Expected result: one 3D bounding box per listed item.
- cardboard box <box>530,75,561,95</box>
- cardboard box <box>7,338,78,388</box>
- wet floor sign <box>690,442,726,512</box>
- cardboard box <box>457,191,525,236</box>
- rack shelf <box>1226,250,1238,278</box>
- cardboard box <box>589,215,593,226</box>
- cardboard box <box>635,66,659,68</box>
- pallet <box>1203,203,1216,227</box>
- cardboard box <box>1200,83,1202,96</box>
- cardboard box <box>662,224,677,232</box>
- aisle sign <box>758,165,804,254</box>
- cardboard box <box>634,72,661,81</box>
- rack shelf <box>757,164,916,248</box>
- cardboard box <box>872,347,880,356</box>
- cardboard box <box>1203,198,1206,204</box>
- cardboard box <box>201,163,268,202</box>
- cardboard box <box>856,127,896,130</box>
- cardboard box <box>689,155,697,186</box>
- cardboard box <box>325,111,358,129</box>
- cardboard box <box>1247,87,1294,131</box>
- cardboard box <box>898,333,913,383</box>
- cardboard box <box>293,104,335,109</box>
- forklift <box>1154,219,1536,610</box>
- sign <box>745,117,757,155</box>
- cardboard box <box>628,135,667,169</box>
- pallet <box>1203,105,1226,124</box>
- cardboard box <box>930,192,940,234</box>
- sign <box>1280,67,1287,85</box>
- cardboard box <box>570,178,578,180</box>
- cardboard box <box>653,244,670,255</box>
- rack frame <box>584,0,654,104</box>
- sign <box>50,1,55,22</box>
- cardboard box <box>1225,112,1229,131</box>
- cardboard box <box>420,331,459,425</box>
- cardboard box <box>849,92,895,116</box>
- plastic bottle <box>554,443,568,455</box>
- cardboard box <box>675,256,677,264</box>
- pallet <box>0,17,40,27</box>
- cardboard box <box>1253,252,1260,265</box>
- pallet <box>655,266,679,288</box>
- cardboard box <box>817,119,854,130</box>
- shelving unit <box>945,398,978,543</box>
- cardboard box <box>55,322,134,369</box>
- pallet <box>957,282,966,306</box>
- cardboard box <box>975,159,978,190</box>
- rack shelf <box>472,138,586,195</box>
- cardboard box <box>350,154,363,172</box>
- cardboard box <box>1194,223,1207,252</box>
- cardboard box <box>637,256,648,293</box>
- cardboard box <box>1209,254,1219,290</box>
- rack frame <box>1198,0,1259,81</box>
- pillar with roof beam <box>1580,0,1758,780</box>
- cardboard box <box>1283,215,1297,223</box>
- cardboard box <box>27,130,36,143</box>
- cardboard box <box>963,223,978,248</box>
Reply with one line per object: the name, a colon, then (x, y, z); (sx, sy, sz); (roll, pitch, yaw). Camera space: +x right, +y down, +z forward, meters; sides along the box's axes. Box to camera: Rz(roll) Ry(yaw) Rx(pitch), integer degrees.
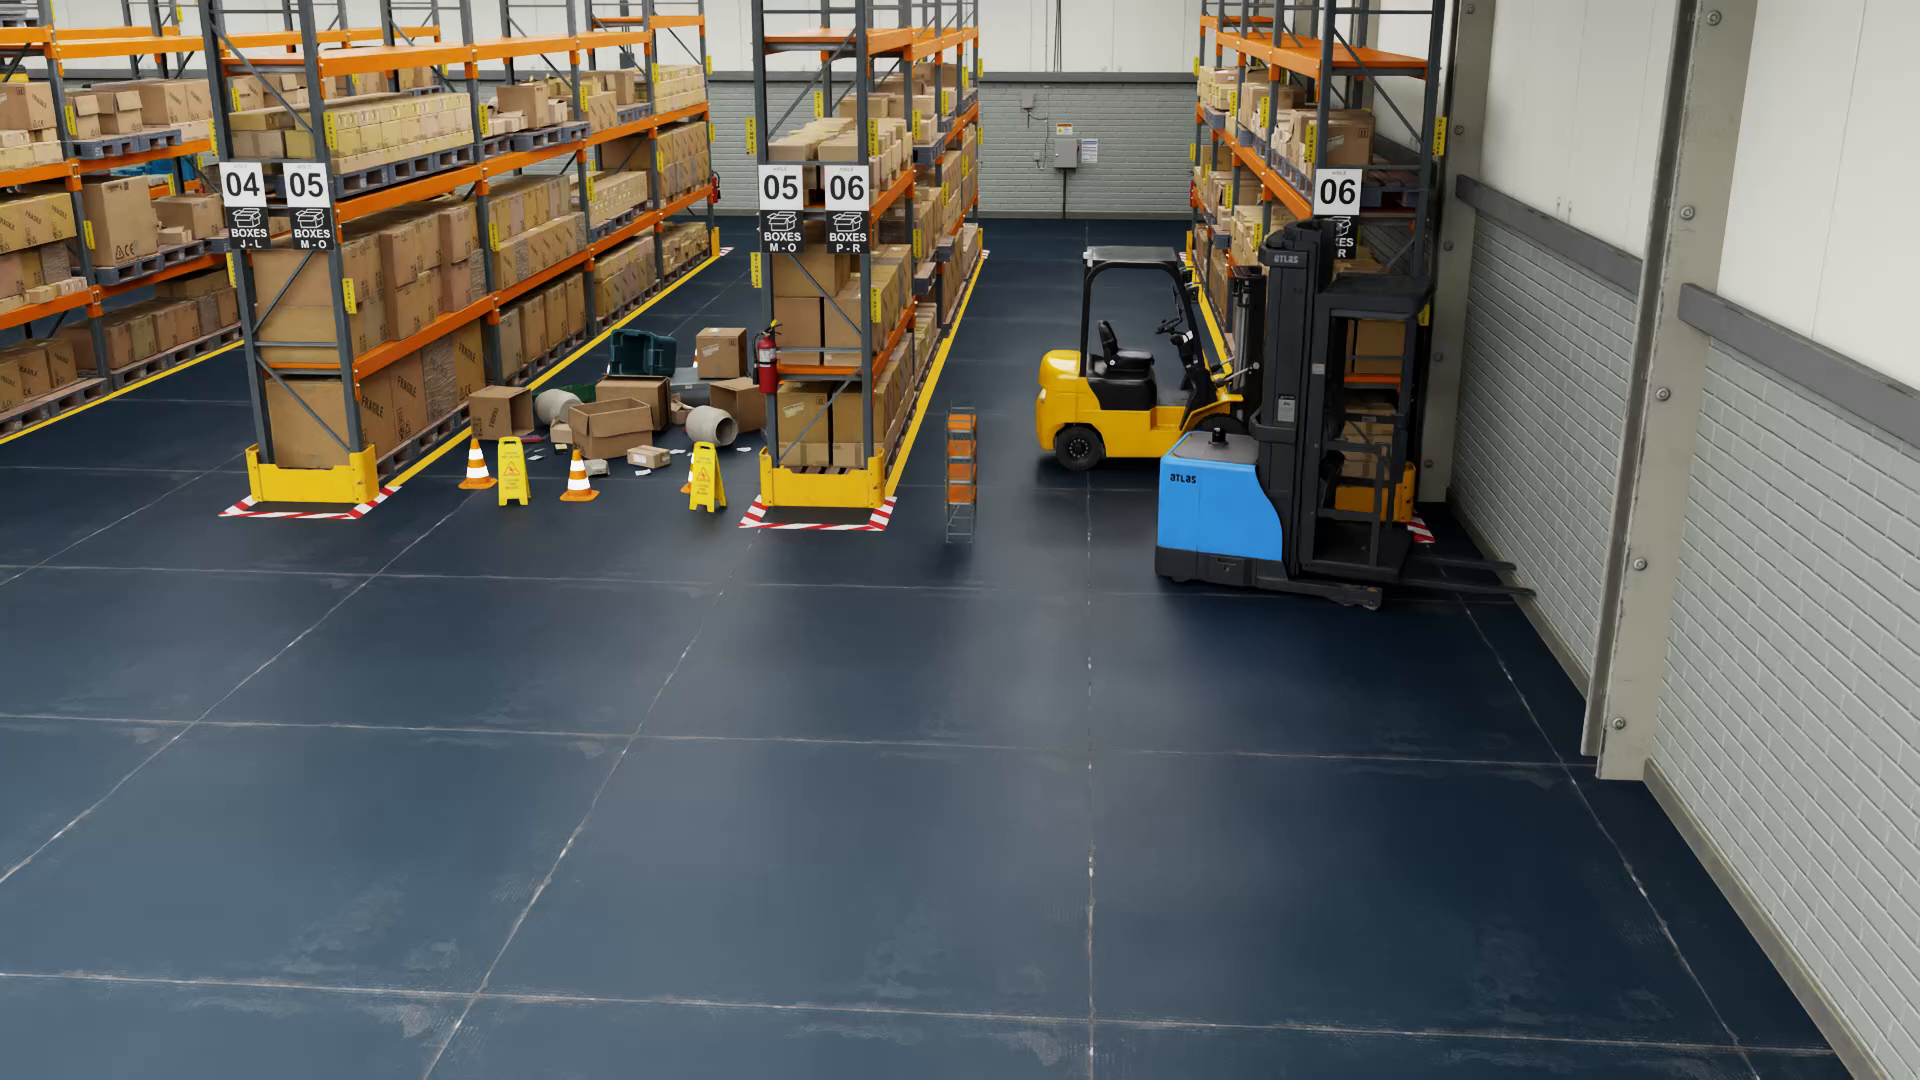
cardboard box: (-5.902, -6.462, 23.619); (0.396, 0.266, 0.258); (1, 18, 4)
cardboard box: (-10.989, -2.122, 19.922); (0.500, 0.500, 0.500); (1, 18, 2)
wet floor sign: (-2.403, -0.616, 15.768); (0.267, 0.644, 0.232); (8, 20, 23)
cardboard box: (-5.879, -4.085, 20.807); (0.700, 0.500, 0.500); (1, 18, 4)
rack shelf: (4.059, -3.182, 20.973); (1.077, 0.370, 4.000); (1, 18, 4)
cardboard box: (-5.460, -4.549, 23.716); (0.380, 0.149, 0.250); (1, 18, 3)
cardboard box: (-5.517, -8.267, 29.317); (0.380, 0.149, 0.250); (2, 18, 5)
pallet: (4.323, -5.051, 25.828); (1.003, 0.211, 1.213); (1, 18, 4)
cardboard box: (4.456, -7.835, 28.964); (0.500, 0.250, 0.500); (2, 18, 5)
cardboard box: (-5.396, -5.703, 30.458); (0.380, 0.149, 0.250); (2, 18, 5)
aisle sign: (-1.616, -2.993, 15.064); (0.394, 0.787, 0.004); (1, 18, 4)
cardboard box: (-5.130, -7.605, 27.297); (0.380, 0.149, 0.250); (1, 18, 3)
rack shelf: (-1.179, -3.475, 17.049); (1.077, 0.370, 4.000); (1, 18, 4)
cardboard box: (-0.988, -1.911, 16.341); (0.380, 0.149, 0.250); (1, 18, 2)
cardboard box: (4.288, -5.696, 27.893); (0.380, 0.149, 0.250); (1, 18, 3)
cardboard box: (-10.565, -5.227, 24.286); (0.797, 0.503, 0.637); (2, 18, 6)
cardboard box: (-0.866, -4.190, 17.198); (0.380, 0.149, 0.250); (1, 18, 5)
cardboard box: (-4.964, -6.545, 29.441); (0.500, 0.500, 0.500); (1, 18, 4)
cardboard box: (-5.906, -3.956, 15.649); (0.380, 0.149, 0.250); (1, 18, 4)
cardboard box: (3.835, -5.330, 20.558); (0.500, 0.500, 0.500); (2, 18, 5)
cardboard box: (-0.810, -2.072, 18.967); (0.500, 0.500, 0.500); (1, 18, 3)
cardboard box: (-6.490, -4.288, 16.664); (0.380, 0.149, 0.250); (1, 18, 3)
forklift: (3.195, -1.026, 13.346); (3.031, 2.935, 1.130); (7, 19, 20)
sign: (-1.874, -3.635, 14.960); (0.100, 0.325, 0.005); (1, 18, 4)
cardboard box: (-5.131, -6.375, 27.317); (0.500, 0.500, 0.500); (2, 18, 5)
pallet: (4.372, -6.523, 25.497); (1.213, 0.211, 1.003); (1, 18, 4)
cardboard box: (-0.530, -4.335, 22.023); (0.500, 0.500, 0.500); (1, 18, 3)
sign: (5.043, -7.235, 25.904); (0.100, 0.325, 0.005); (1, 18, 4)
cardboard box: (-5.966, -5.504, 25.676); (0.380, 0.149, 0.250); (1, 18, 3)
cardboard box: (-5.096, -4.890, 27.979); (0.380, 0.149, 0.250); (2, 18, 7)
rack frame: (-5.406, -8.427, 26.190); (1.000, 3.000, 0.127); (1, 18, 4)
sign: (-14.738, -8.568, 26.954); (0.100, 0.325, 0.005); (1, 18, 4)
cardboard box: (4.068, -5.976, 23.766); (0.500, 0.250, 0.500); (1, 18, 4)
cardboard box: (-6.156, -1.808, 18.360); (0.875, 0.875, 0.875); (1, 18, 4)
cardboard box: (-1.070, -5.304, 20.239); (0.500, 0.250, 0.500); (2, 18, 5)
plastic bottle: (-4.278, -0.981, 17.819); (0.133, 0.061, 0.283); (-5, 19, -15)
cardboard box: (-5.122, -4.852, 28.818); (0.380, 0.149, 0.250); (1, 18, 2)
pallet: (-15.315, -8.142, 26.266); (1.003, 0.211, 1.213); (1, 18, 4)
cardboard box: (3.696, -3.227, 19.393); (0.500, 0.250, 0.500); (1, 18, 3)
pallet: (-5.394, -4.461, 28.197); (1.003, 0.211, 1.213); (1, 18, 4)
cardboard box: (-1.373, -4.526, 18.223); (0.380, 0.149, 0.250); (2, 18, 6)
shelving unit: (0.012, -0.622, 14.893); (0.258, 1.200, 0.503); (1, 18, 4)
cardboard box: (-10.854, -2.445, 20.876); (0.700, 0.500, 0.500); (0, 18, 0)
pallet: (-0.442, -3.931, 26.580); (1.003, 0.211, 1.213); (1, 18, 4)
cardboard box: (0.054, -6.631, 30.183); (0.500, 0.500, 0.500); (1, 18, 4)
rack shelf: (-5.837, -4.796, 21.082); (1.077, 0.370, 4.000); (1, 18, 4)
cardboard box: (-5.905, -3.581, 15.785); (0.380, 0.149, 0.250); (1, 18, 4)
cardboard box: (4.638, -5.455, 30.089); (0.797, 0.503, 0.637); (1, 18, 2)
cardboard box: (-5.245, -4.193, 26.243); (0.500, 0.500, 0.500); (1, 18, 3)
cardboard box: (4.230, -4.254, 26.428); (0.500, 0.500, 0.500); (2, 18, 6)
rack frame: (4.776, -9.481, 29.405); (1.000, 3.000, 0.127); (1, 18, 4)
pillar with roof beam: (-0.146, -2.940, 9.444); (9.100, 9.000, 0.400); (1, 18, 4)
cardboard box: (4.350, -4.075, 21.341); (0.380, 0.149, 0.250); (1, 18, 4)
cardboard box: (-10.765, -4.589, 18.894); (0.380, 0.149, 0.250); (1, 18, 5)
cardboard box: (-0.123, -5.514, 30.375); (0.875, 0.438, 0.875); (1, 18, 2)
